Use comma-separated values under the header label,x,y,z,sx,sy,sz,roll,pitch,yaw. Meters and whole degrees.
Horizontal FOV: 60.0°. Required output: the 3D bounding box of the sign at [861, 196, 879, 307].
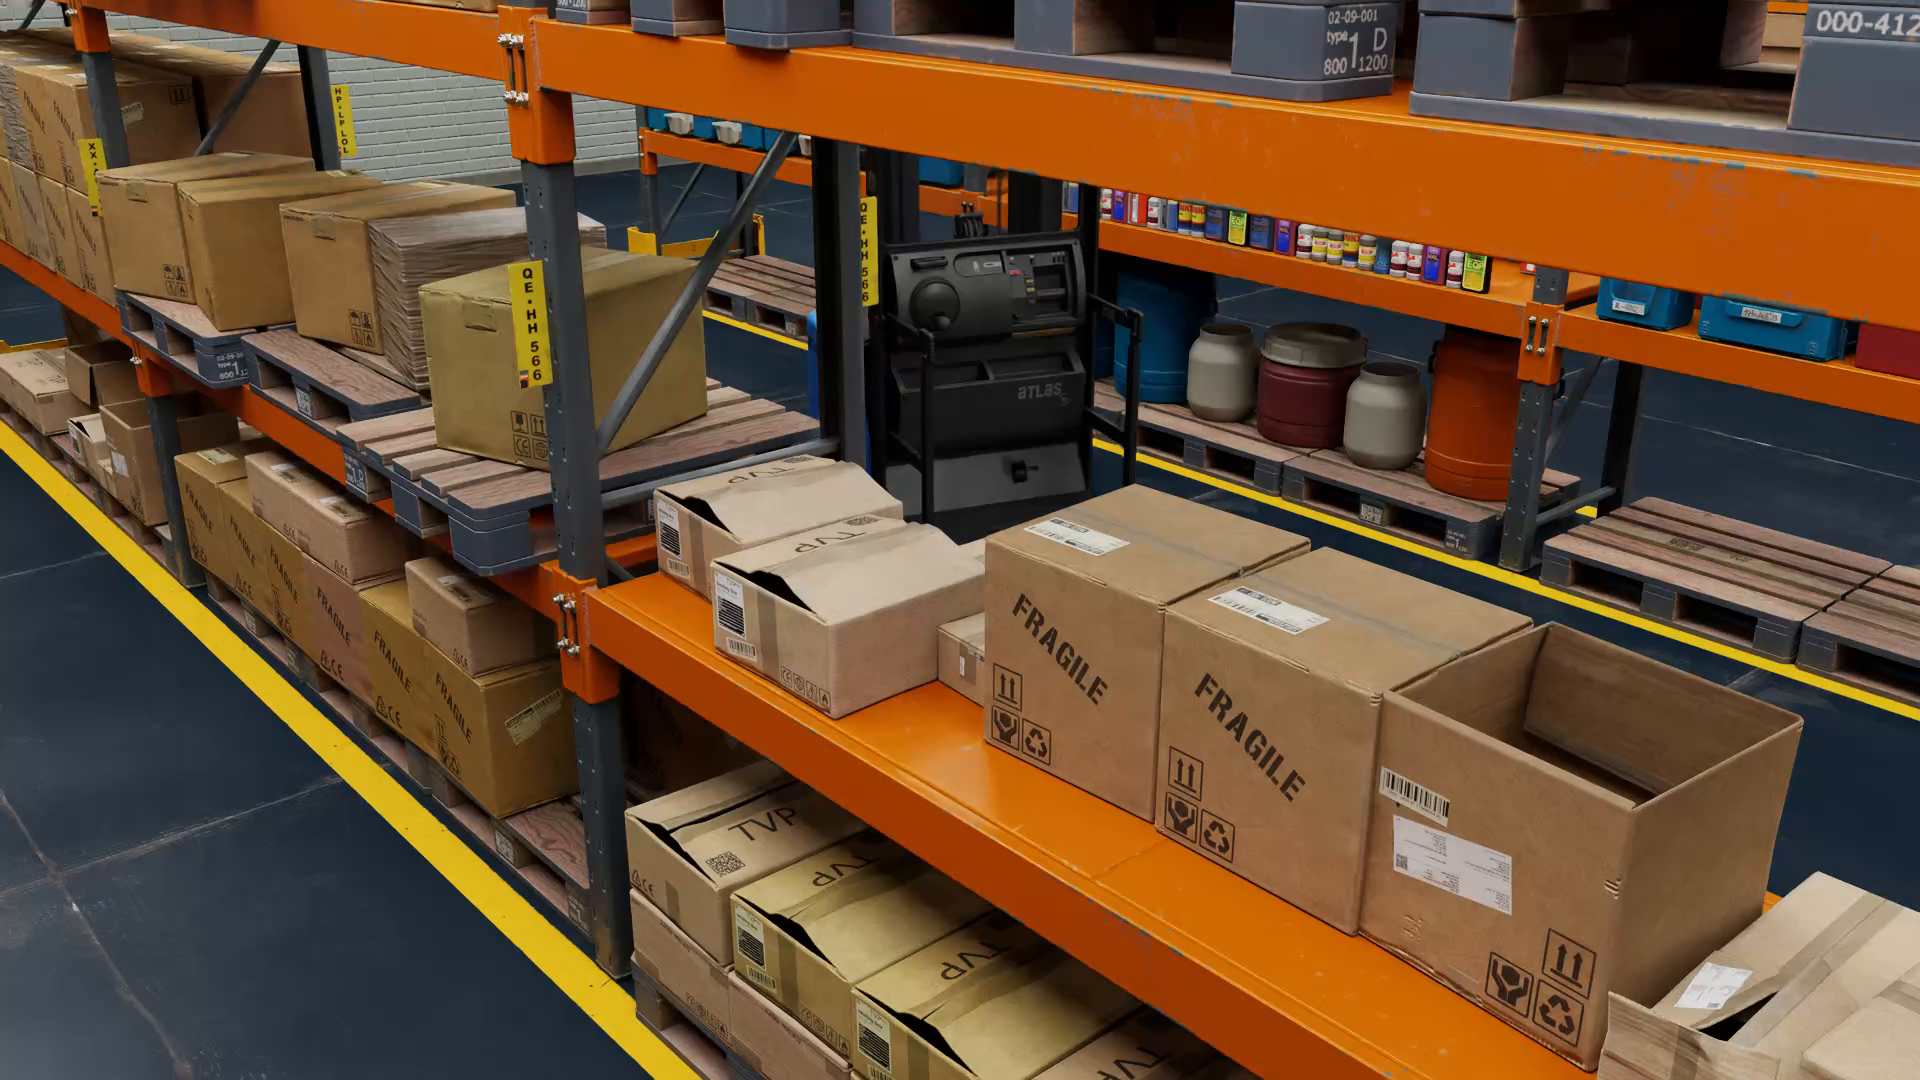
label,x,y,z,sx,sy,sz,roll,pitch,yaw
sign,-0.287,-0.859,4.978,0.100,0.325,0.005,-17,27,-37

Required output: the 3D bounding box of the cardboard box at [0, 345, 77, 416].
label,x,y,z,sx,sy,sz,roll,pitch,yaw
cardboard box,-5.461,-0.966,10.005,0.500,0.250,0.500,-17,27,-37

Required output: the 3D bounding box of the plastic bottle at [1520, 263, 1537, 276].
label,x,y,z,sx,sy,sz,roll,pitch,yaw
plastic bottle,2.897,-1.468,8.289,0.152,0.276,0.135,-17,27,-37

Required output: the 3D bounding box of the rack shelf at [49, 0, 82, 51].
label,x,y,z,sx,sy,sz,roll,pitch,yaw
rack shelf,-4.622,-2.907,8.666,1.077,0.370,4.000,-17,27,-37

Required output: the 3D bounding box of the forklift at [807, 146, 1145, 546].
label,x,y,z,sx,sy,sz,roll,pitch,yaw
forklift,0.217,-1.131,7.354,1.130,2.935,3.031,-8,23,-20

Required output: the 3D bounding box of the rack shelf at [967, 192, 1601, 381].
label,x,y,z,sx,sy,sz,roll,pitch,yaw
rack shelf,1.744,-1.583,9.399,1.077,0.370,4.000,-17,27,-37

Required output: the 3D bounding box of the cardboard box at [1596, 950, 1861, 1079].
label,x,y,z,sx,sy,sz,roll,pitch,yaw
cardboard box,1.193,0.781,2.561,0.396,0.266,0.258,-18,28,-39

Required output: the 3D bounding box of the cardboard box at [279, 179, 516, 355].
label,x,y,z,sx,sy,sz,roll,pitch,yaw
cardboard box,-2.116,-1.061,6.367,0.500,0.500,0.700,14,25,32

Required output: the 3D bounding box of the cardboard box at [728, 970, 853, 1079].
label,x,y,z,sx,sy,sz,roll,pitch,yaw
cardboard box,-0.257,1.251,4.372,0.500,0.250,0.500,-18,28,-39

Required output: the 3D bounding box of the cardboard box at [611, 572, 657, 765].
label,x,y,z,sx,sy,sz,roll,pitch,yaw
cardboard box,-1.132,0.435,6.085,0.500,0.500,0.500,-19,28,-39

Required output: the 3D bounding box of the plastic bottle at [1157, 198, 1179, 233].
label,x,y,z,sx,sy,sz,roll,pitch,yaw
plastic bottle,1.208,-1.874,9.326,0.152,0.276,0.135,-17,27,-37

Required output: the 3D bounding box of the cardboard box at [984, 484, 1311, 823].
label,x,y,z,sx,sy,sz,roll,pitch,yaw
cardboard box,0.402,0.226,3.657,0.500,0.500,0.500,-19,29,-40

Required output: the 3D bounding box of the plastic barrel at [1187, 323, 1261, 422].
label,x,y,z,sx,sy,sz,roll,pitch,yaw
plastic barrel,1.544,-0.980,9.709,0.421,0.512,0.421,0,21,0

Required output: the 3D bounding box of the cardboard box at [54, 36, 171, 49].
label,x,y,z,sx,sy,sz,roll,pitch,yaw
cardboard box,-4.756,-2.571,9.426,0.500,0.500,0.500,-17,27,-36

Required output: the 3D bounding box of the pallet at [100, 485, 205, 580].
label,x,y,z,sx,sy,sz,roll,pitch,yaw
pallet,-3.764,-0.184,8.664,1.003,0.211,1.213,-17,27,-37

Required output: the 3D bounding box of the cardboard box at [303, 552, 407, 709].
label,x,y,z,sx,sy,sz,roll,pitch,yaw
cardboard box,-2.178,0.283,6.473,0.500,0.500,0.500,-19,28,-39

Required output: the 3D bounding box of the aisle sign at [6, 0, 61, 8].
label,x,y,z,sx,sy,sz,roll,pitch,yaw
aisle sign,-5.740,-3.700,10.252,0.394,0.787,0.004,-17,27,-37

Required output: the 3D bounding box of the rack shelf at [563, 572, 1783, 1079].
label,x,y,z,sx,sy,sz,roll,pitch,yaw
rack shelf,0.600,0.700,3.569,1.077,0.370,4.000,-17,27,-37

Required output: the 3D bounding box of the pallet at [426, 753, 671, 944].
label,x,y,z,sx,sy,sz,roll,pitch,yaw
pallet,-1.164,0.896,5.907,1.003,0.211,1.213,-17,27,-37

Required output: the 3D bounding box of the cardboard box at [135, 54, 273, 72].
label,x,y,z,sx,sy,sz,roll,pitch,yaw
cardboard box,-3.748,-2.144,8.337,0.500,0.500,0.500,-19,28,-39

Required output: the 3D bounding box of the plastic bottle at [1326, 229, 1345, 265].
label,x,y,z,sx,sy,sz,roll,pitch,yaw
plastic bottle,1.933,-1.518,8.518,0.097,0.201,0.097,0,21,0

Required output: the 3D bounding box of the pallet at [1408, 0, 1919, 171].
label,x,y,z,sx,sy,sz,roll,pitch,yaw
pallet,1.320,-0.630,2.130,0.805,0.209,1.217,-19,28,-39

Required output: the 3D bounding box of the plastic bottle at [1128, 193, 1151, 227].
label,x,y,z,sx,sy,sz,roll,pitch,yaw
plastic bottle,1.057,-1.938,9.490,0.152,0.276,0.135,-17,27,-37

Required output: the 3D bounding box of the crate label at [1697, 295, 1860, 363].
label,x,y,z,sx,sy,sz,roll,pitch,yaw
crate label,3.493,-1.043,6.985,0.502,0.435,0.616,-17,27,-37

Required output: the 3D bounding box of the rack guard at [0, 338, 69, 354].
label,x,y,z,sx,sy,sz,roll,pitch,yaw
rack guard,-5.878,-1.213,10.894,1.175,0.500,0.348,-17,27,-37

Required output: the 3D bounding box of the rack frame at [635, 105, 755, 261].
label,x,y,z,sx,sy,sz,roll,pitch,yaw
rack frame,-2.172,-3.576,13.500,1.000,3.000,0.127,-17,27,-37

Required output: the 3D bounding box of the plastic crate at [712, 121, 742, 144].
label,x,y,z,sx,sy,sz,roll,pitch,yaw
plastic crate,-1.671,-3.038,12.408,0.250,0.136,0.298,-17,27,-37

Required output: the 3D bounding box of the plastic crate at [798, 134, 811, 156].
label,x,y,z,sx,sy,sz,roll,pitch,yaw
plastic crate,-0.926,-2.785,11.761,0.293,0.136,0.466,-17,27,-37

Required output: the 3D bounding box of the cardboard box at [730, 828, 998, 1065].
label,x,y,z,sx,sy,sz,roll,pitch,yaw
cardboard box,-0.237,0.994,4.258,0.500,0.311,0.500,-18,28,-39

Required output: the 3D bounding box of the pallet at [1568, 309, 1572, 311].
label,x,y,z,sx,sy,sz,roll,pitch,yaw
pallet,4.752,-2.156,13.699,1.003,0.211,1.213,-17,27,-37

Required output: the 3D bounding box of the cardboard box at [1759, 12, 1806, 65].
label,x,y,z,sx,sy,sz,roll,pitch,yaw
cardboard box,5.914,-3.445,11.653,0.797,0.503,0.637,-17,27,-36

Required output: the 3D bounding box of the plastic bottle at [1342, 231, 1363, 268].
label,x,y,z,sx,sy,sz,roll,pitch,yaw
plastic bottle,1.996,-1.523,8.436,0.097,0.271,0.097,0,21,0

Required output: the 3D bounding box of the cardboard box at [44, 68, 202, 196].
label,x,y,z,sx,sy,sz,roll,pitch,yaw
cardboard box,-3.842,-1.883,7.669,0.500,0.500,0.500,-17,27,-37

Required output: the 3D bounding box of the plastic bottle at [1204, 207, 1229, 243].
label,x,y,z,sx,sy,sz,roll,pitch,yaw
plastic bottle,1.436,-1.810,9.060,0.144,0.351,0.185,-17,27,-37

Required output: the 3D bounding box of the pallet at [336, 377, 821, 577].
label,x,y,z,sx,sy,sz,roll,pitch,yaw
pallet,-1.201,-0.268,5.319,1.213,0.211,1.003,-17,27,-37

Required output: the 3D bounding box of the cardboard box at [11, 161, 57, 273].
label,x,y,z,sx,sy,sz,roll,pitch,yaw
cardboard box,-4.512,-1.699,8.573,0.500,0.500,0.500,-17,27,-36

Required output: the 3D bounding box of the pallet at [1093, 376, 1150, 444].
label,x,y,z,sx,sy,sz,roll,pitch,yaw
pallet,0.911,-0.949,10.618,1.003,0.211,1.213,-17,27,-37

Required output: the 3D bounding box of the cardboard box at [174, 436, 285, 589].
label,x,y,z,sx,sy,sz,roll,pitch,yaw
cardboard box,-3.185,-0.142,7.557,0.500,0.500,0.500,-19,28,-40

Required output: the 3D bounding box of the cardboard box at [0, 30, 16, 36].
label,x,y,z,sx,sy,sz,roll,pitch,yaw
cardboard box,-5.837,-2.724,9.818,0.500,0.500,0.500,-16,27,-36

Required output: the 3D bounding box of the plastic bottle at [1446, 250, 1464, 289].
label,x,y,z,sx,sy,sz,roll,pitch,yaw
plastic bottle,2.401,-1.319,8.012,0.097,0.201,0.097,0,21,0

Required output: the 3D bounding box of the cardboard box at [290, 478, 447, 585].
label,x,y,z,sx,sy,sz,roll,pitch,yaw
cardboard box,-2.205,-0.076,6.361,0.500,0.250,0.500,-18,28,-38

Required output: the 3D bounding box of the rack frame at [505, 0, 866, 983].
label,x,y,z,sx,sy,sz,roll,pitch,yaw
rack frame,-0.705,-0.187,4.849,1.000,3.000,0.127,-17,27,-37

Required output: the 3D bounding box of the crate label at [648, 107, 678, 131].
label,x,y,z,sx,sy,sz,roll,pitch,yaw
crate label,-2.261,-3.379,13.146,0.416,0.233,0.303,-17,27,-37

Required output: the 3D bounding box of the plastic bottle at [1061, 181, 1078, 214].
label,x,y,z,sx,sy,sz,roll,pitch,yaw
plastic bottle,0.691,-2.093,9.885,0.152,0.276,0.135,-17,27,-37

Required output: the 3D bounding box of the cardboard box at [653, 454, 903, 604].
label,x,y,z,sx,sy,sz,roll,pitch,yaw
cardboard box,-0.501,-0.035,4.582,0.500,0.311,0.500,-15,26,-34

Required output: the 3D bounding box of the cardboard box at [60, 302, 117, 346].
label,x,y,z,sx,sy,sz,roll,pitch,yaw
cardboard box,-5.386,-1.347,10.634,0.500,0.500,0.500,-17,27,-37

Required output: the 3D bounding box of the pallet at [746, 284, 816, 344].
label,x,y,z,sx,sy,sz,roll,pitch,yaw
pallet,-0.871,-1.703,12.543,1.003,0.211,1.213,-17,27,-37

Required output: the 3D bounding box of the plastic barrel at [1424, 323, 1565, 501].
label,x,y,z,sx,sy,sz,roll,pitch,yaw
plastic barrel,2.717,-0.682,8.511,0.600,0.830,0.708,-17,27,-37

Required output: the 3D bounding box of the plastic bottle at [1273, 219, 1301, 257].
label,x,y,z,sx,sy,sz,roll,pitch,yaw
plastic bottle,1.716,-1.637,8.711,0.061,0.283,0.133,-17,27,-37

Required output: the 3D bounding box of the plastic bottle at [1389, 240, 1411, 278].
label,x,y,z,sx,sy,sz,roll,pitch,yaw
plastic bottle,2.187,-1.410,8.243,0.097,0.201,0.097,0,21,0

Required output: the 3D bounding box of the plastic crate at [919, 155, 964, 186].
label,x,y,z,sx,sy,sz,roll,pitch,yaw
plastic crate,-0.124,-2.539,10.793,0.392,0.384,0.575,-17,27,-37

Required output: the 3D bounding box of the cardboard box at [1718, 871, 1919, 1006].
label,x,y,z,sx,sy,sz,roll,pitch,yaw
cardboard box,1.482,0.741,2.823,0.380,0.149,0.250,-17,27,-37

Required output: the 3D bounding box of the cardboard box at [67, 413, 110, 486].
label,x,y,z,sx,sy,sz,roll,pitch,yaw
cardboard box,-4.393,-0.542,8.839,0.500,0.311,0.500,-17,27,-37

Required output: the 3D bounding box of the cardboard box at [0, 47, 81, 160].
label,x,y,z,sx,sy,sz,roll,pitch,yaw
cardboard box,-4.835,-2.302,8.740,0.500,0.500,0.500,-18,28,-38
